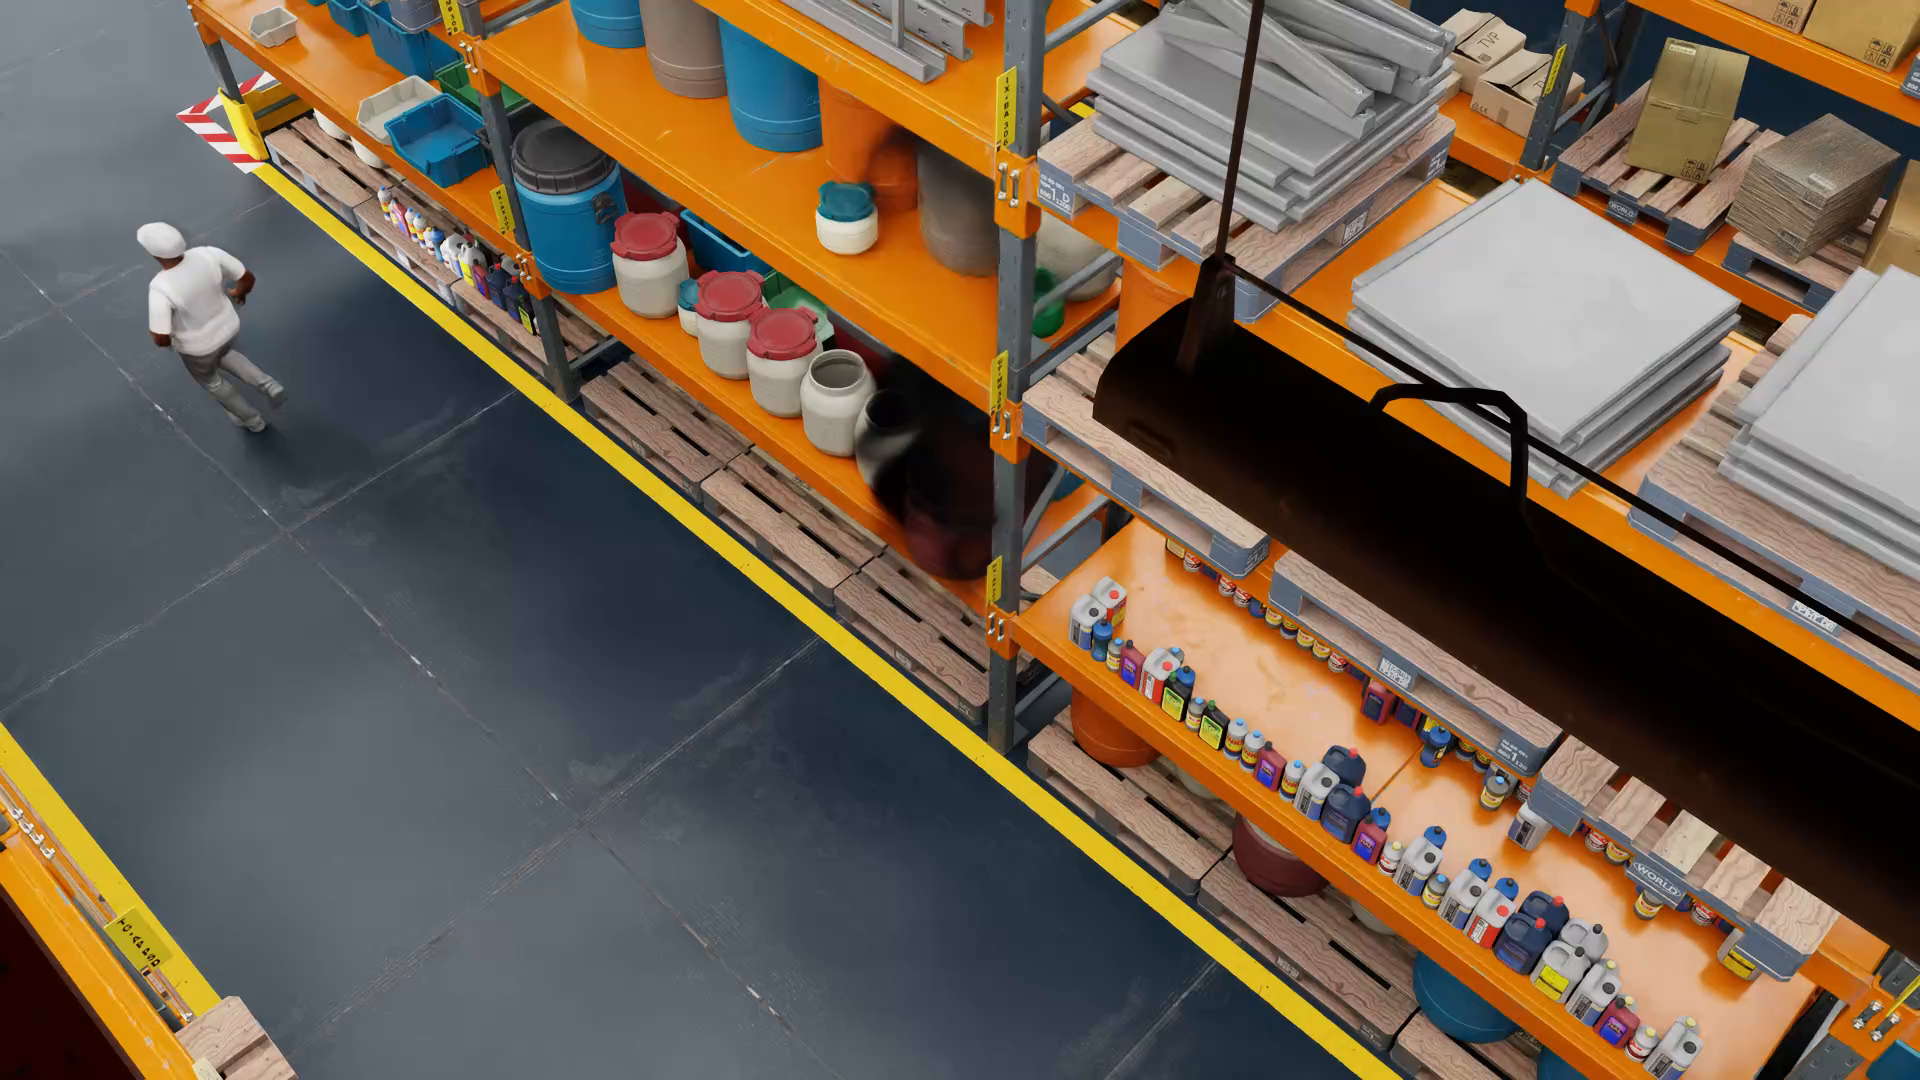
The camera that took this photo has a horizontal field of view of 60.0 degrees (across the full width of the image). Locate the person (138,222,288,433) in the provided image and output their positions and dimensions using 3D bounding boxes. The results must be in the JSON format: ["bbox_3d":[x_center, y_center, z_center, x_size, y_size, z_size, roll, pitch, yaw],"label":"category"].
[{"bbox_3d":[-4.694,-1.296,10.367,0.591,1.717,0.717,23,54,18],"label":"person"}]

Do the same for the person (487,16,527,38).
[{"bbox_3d":[-3.747,-4.583,13.099,0.953,1.763,0.692,18,52,14],"label":"person"}]
